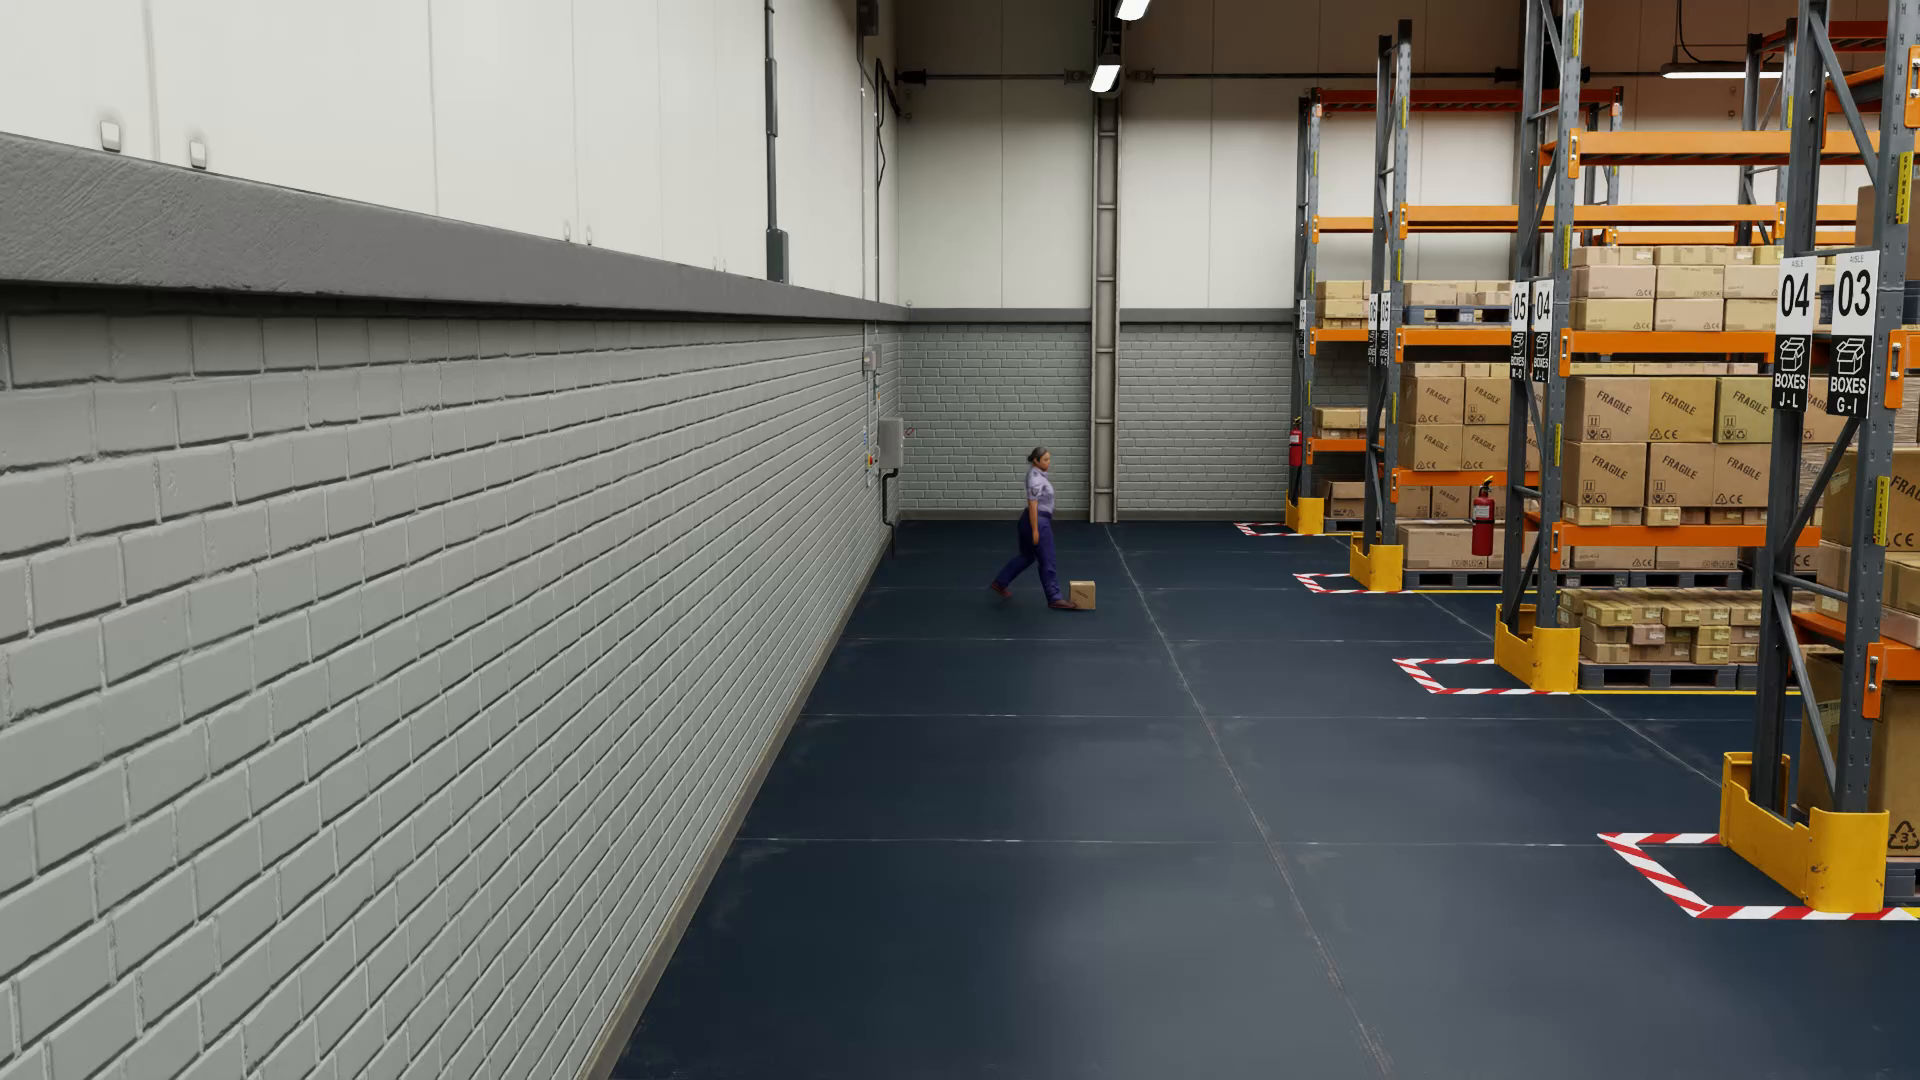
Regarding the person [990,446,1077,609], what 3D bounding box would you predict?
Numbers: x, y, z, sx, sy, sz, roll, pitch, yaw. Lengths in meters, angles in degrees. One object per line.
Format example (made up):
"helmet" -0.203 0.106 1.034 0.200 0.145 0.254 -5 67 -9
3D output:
"person" 0.746 -0.143 16.887 0.844 1.626 0.604 -1 7 -4
